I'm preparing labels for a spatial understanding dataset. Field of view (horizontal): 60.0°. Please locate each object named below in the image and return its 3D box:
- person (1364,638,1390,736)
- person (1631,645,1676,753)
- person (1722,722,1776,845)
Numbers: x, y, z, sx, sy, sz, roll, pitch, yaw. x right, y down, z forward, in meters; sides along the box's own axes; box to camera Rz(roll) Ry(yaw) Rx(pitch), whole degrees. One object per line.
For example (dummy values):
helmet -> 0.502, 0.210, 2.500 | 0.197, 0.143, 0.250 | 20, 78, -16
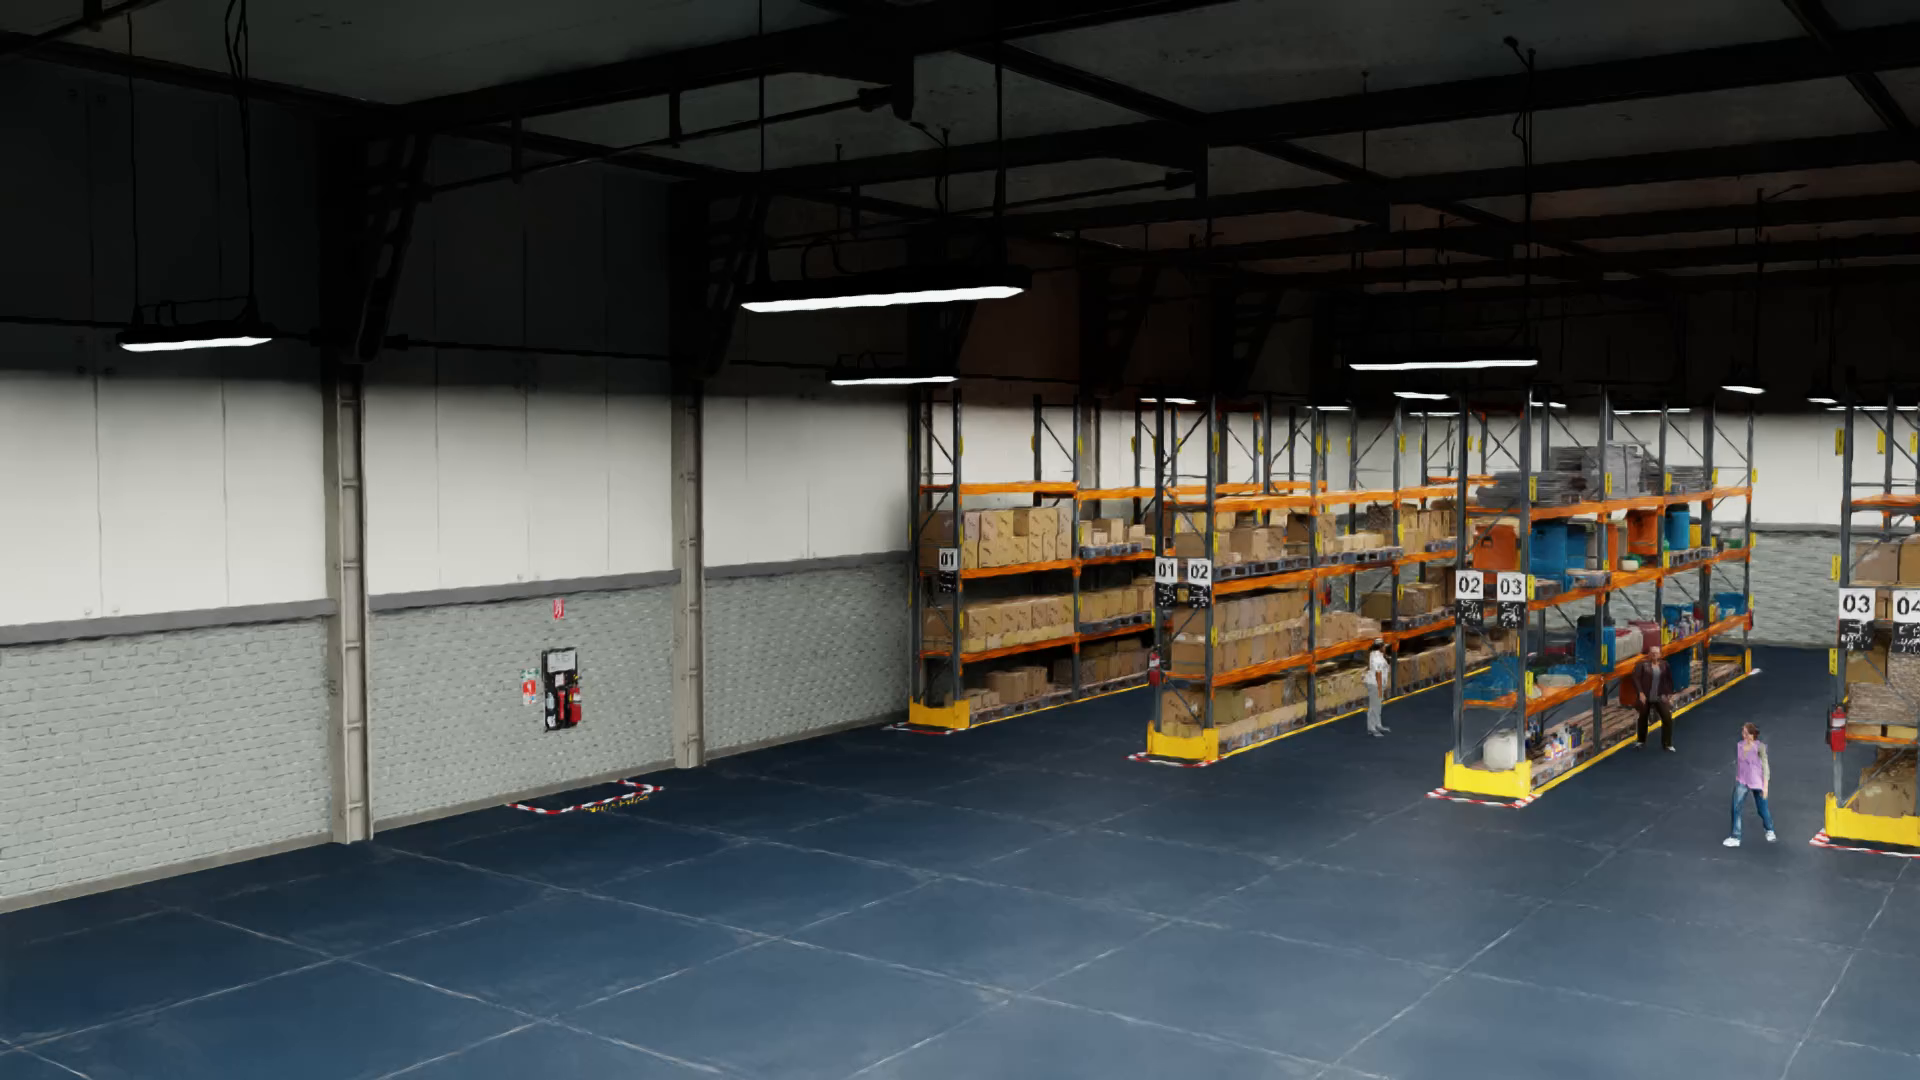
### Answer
person -> 7.237, 2.520, 28.733 | 0.464, 1.673, 0.579 | 0, 3, 6
person -> 11.331, 2.577, 27.182 | 0.706, 1.734, 0.784 | 1, 3, 12
person -> 9.916, 3.083, 20.761 | 0.848, 1.443, 0.440 | -2, 4, -37
